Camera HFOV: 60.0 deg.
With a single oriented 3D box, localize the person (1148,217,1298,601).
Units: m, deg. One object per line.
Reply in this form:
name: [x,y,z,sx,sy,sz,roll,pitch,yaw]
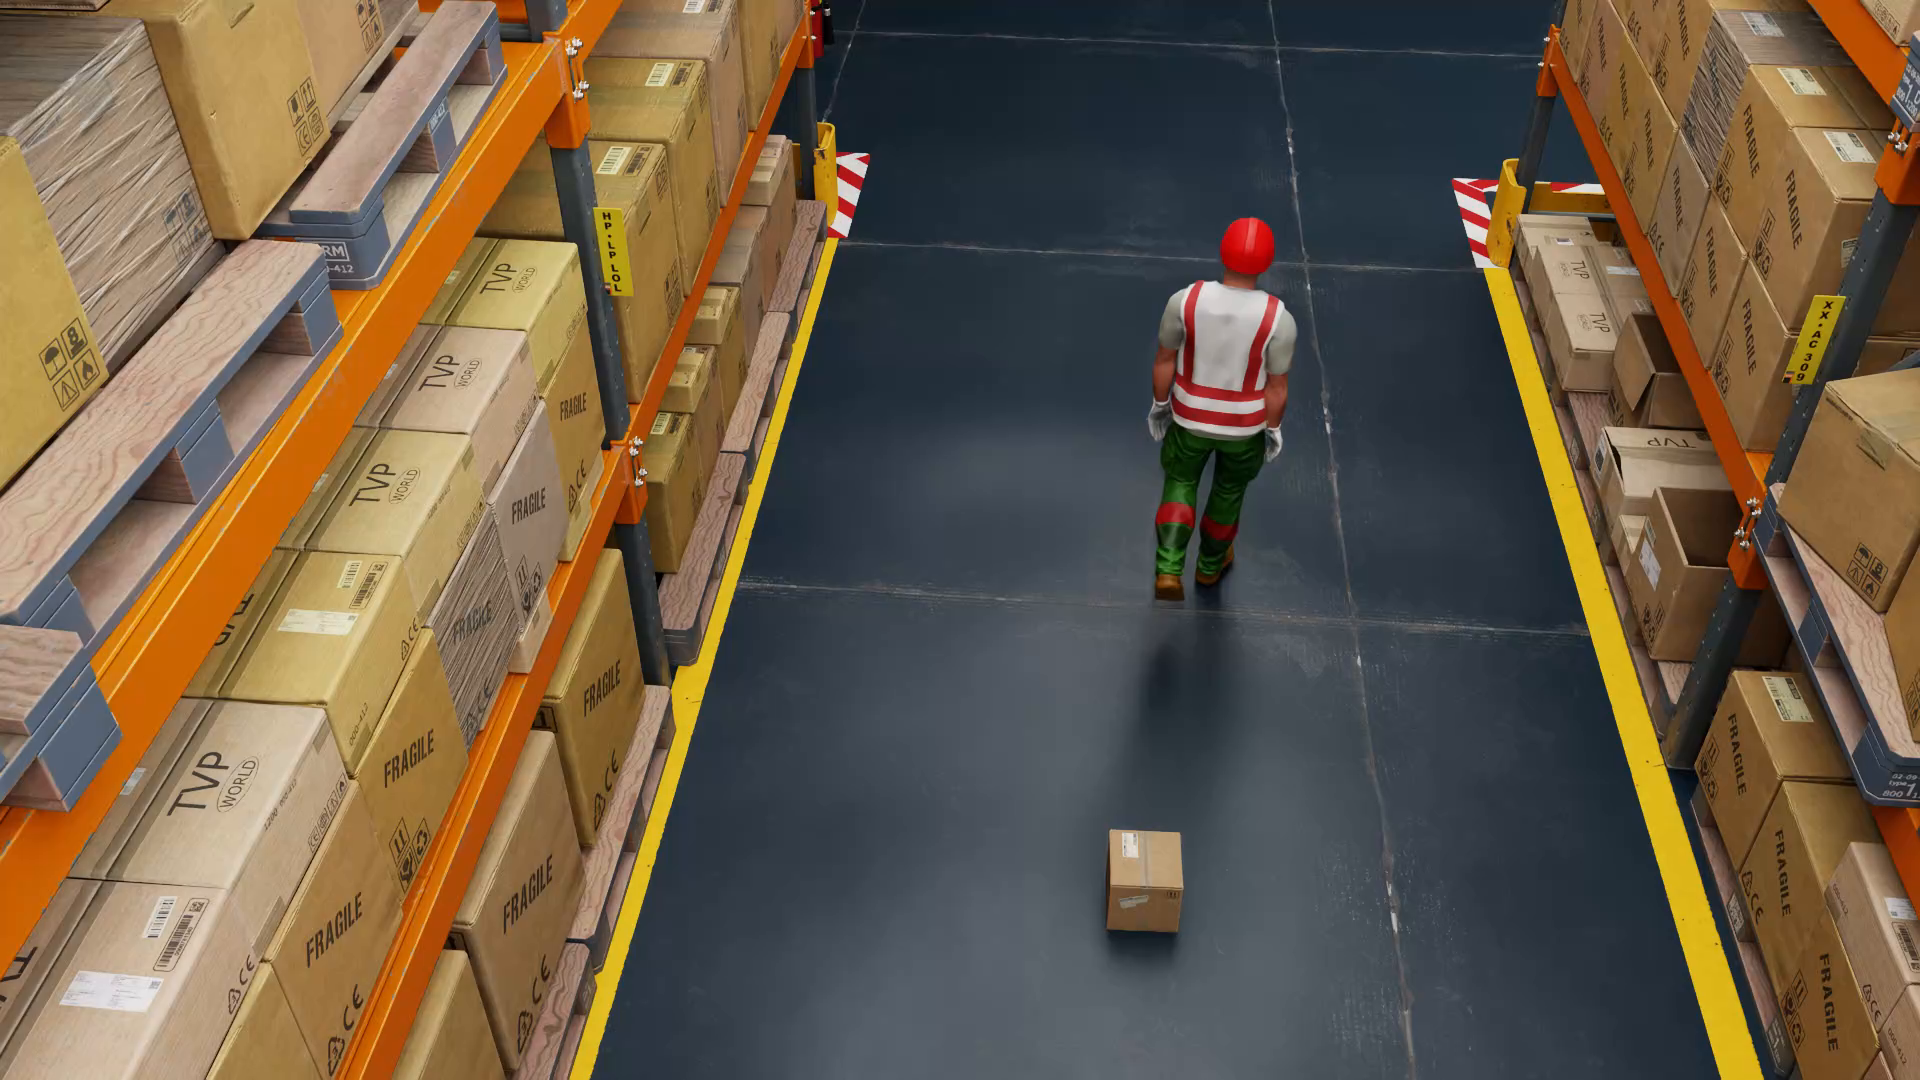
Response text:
person: [1.015,-0.459,6.661,0.550,1.777,0.702,12,41,14]
